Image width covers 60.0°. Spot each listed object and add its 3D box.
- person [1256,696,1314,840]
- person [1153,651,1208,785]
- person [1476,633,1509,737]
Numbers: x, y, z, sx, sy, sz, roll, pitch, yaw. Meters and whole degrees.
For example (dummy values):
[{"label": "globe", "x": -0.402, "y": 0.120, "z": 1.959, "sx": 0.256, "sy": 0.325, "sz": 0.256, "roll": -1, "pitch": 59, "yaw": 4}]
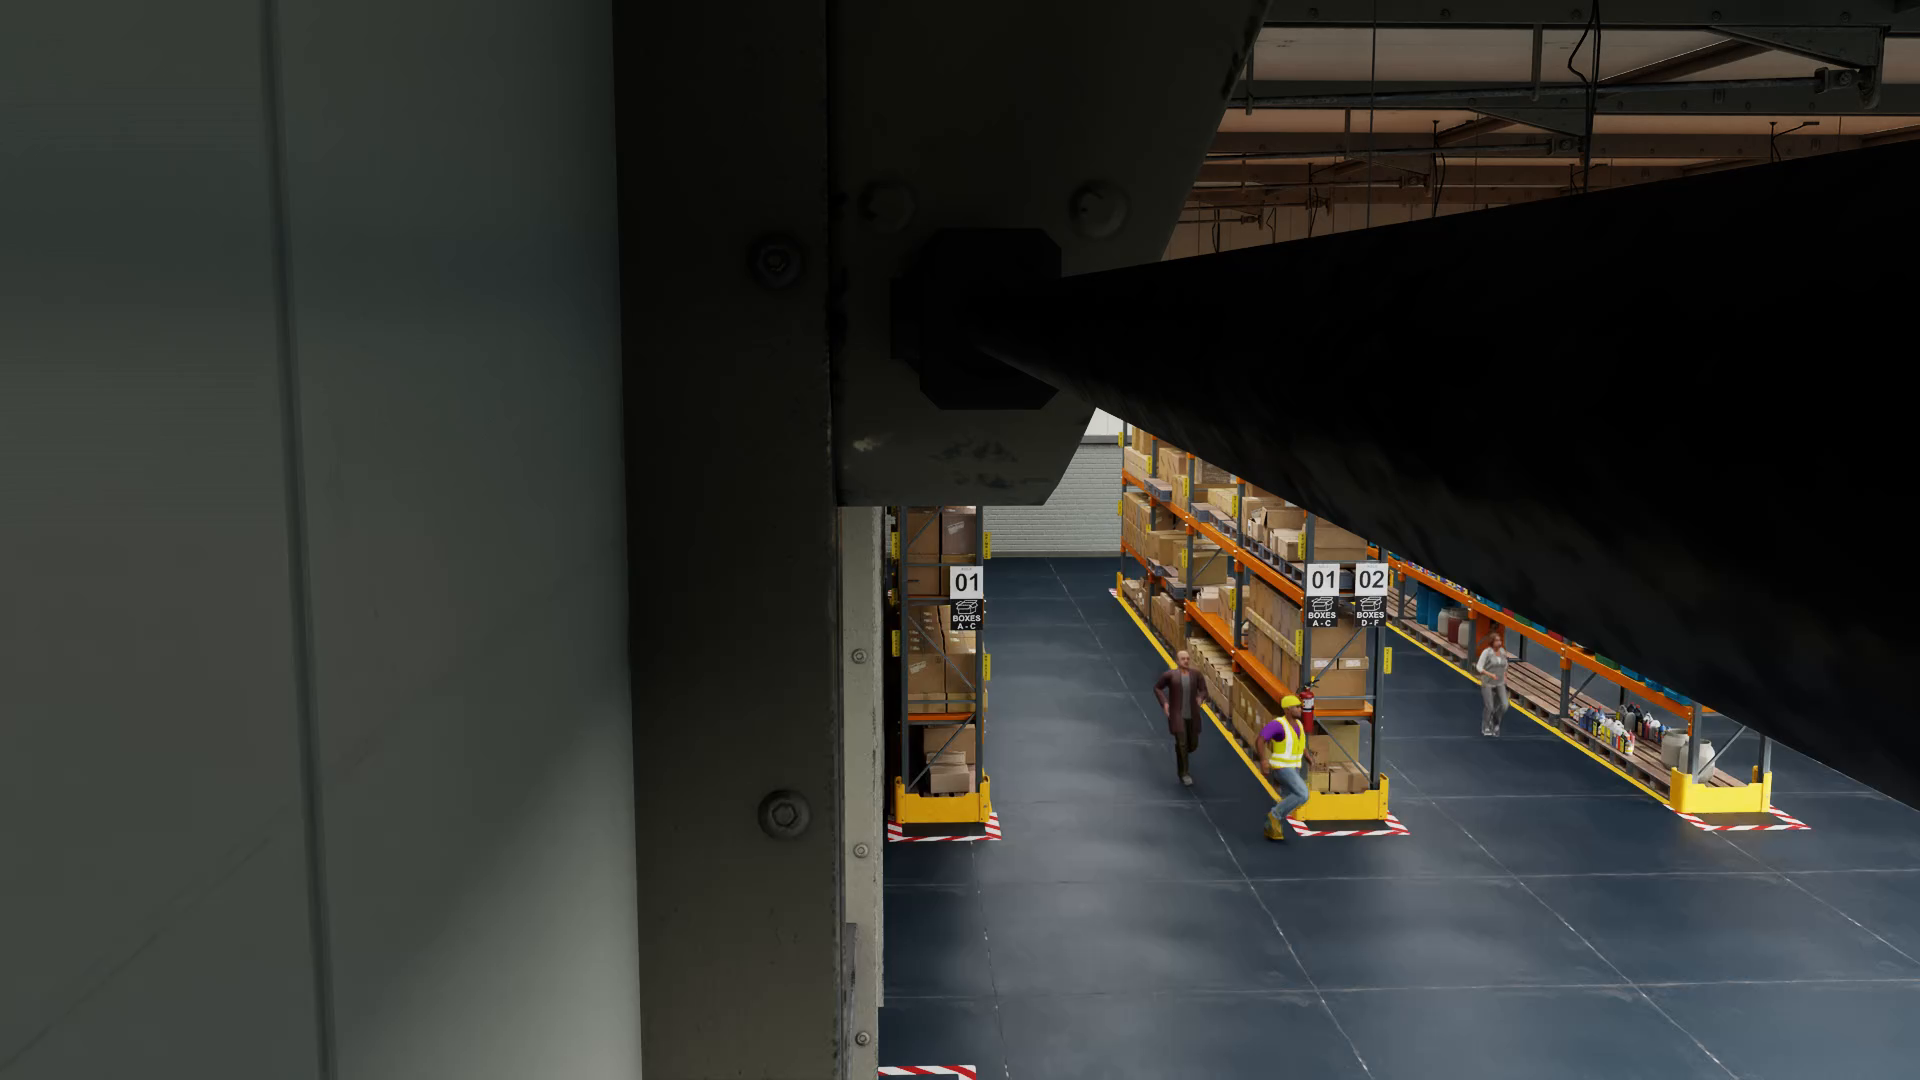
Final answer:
[{"label": "person", "x": 3.942, "y": 2.686, "z": 19.819, "sx": 0.609, "sy": 1.645, "sz": 0.737, "roll": 7, "pitch": 11, "yaw": 41}, {"label": "person", "x": 2.975, "y": 2.345, "z": 22.286, "sx": 0.720, "sy": 1.746, "sz": 0.913, "roll": -1, "pitch": 8, "yaw": -10}, {"label": "person", "x": 7.826, "y": 2.133, "z": 24.364, "sx": 0.541, "sy": 1.568, "sz": 0.604, "roll": -1, "pitch": 8, "yaw": -8}]
